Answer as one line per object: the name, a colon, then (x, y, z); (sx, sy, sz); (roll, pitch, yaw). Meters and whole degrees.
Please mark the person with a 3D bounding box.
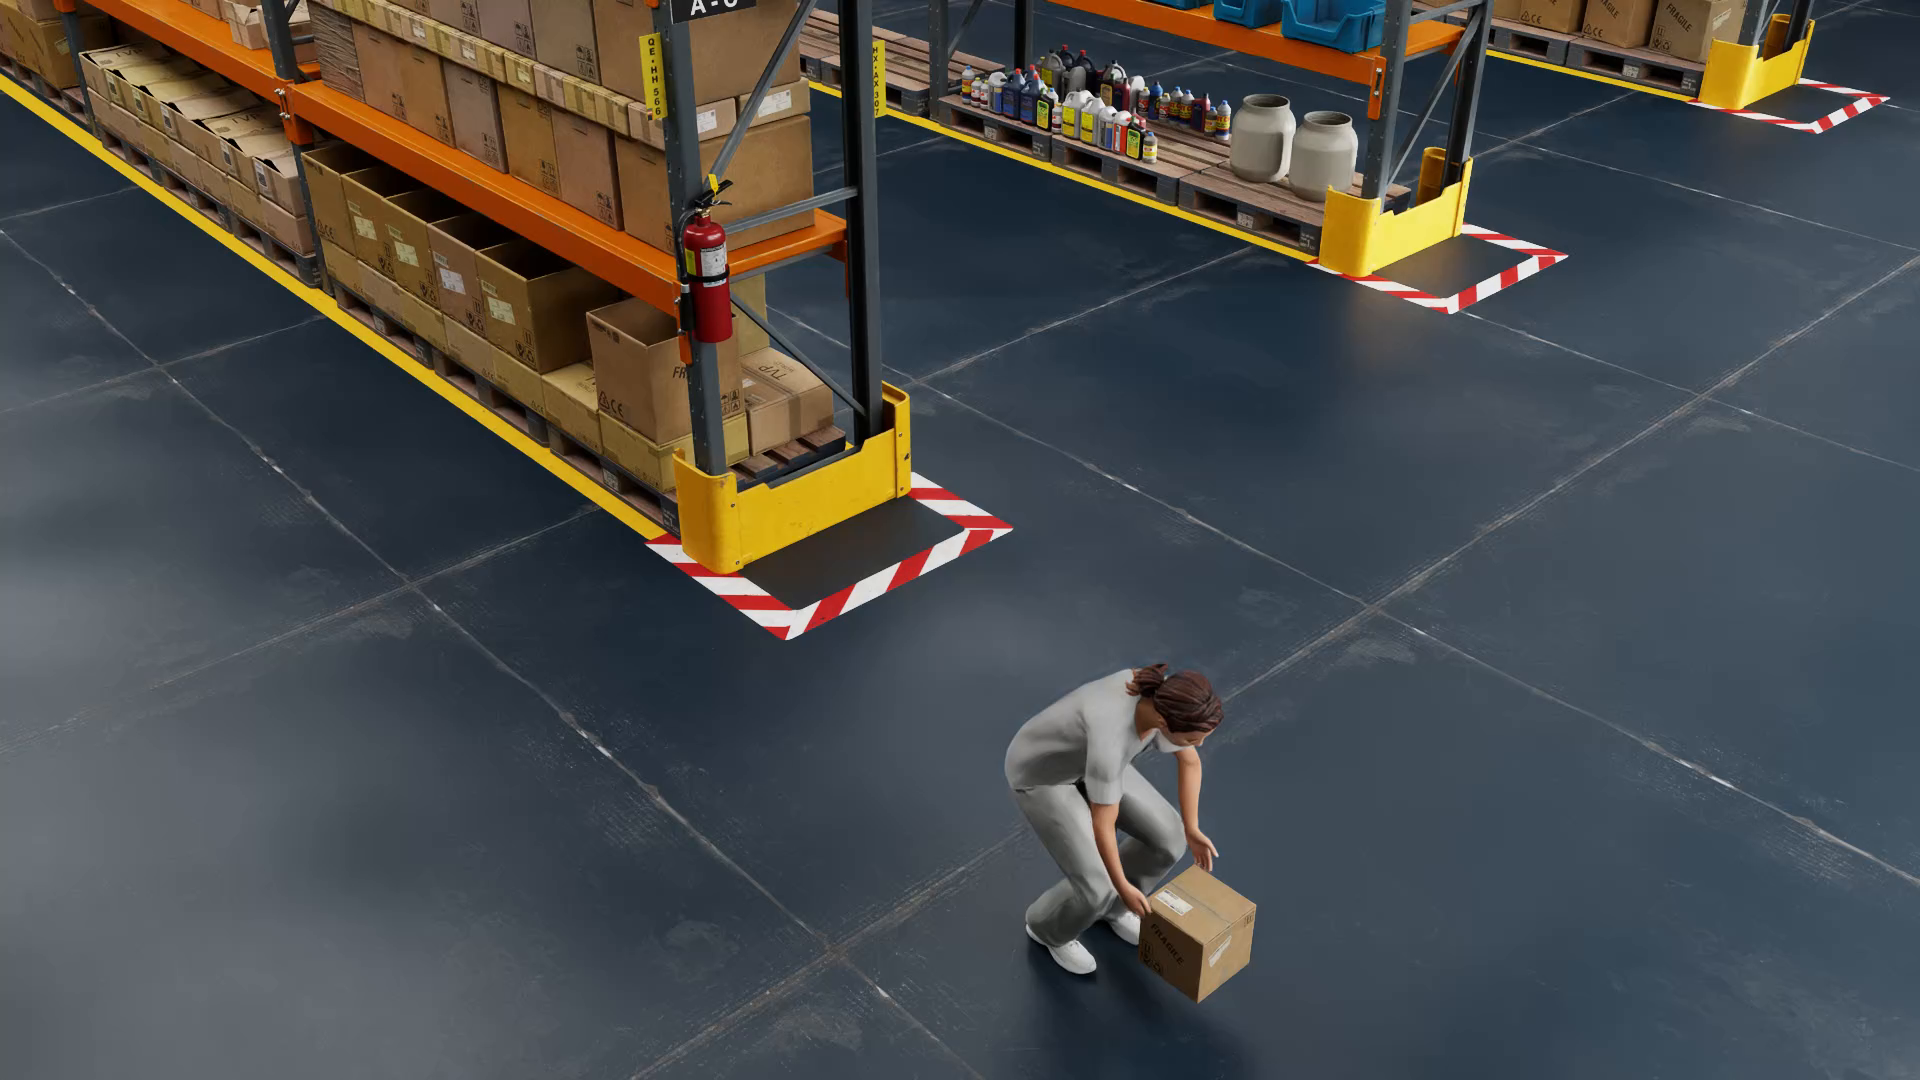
person: (0.488, 0.818, 5.255); (0.496, 1.221, 0.716); (-26, 40, -35)
